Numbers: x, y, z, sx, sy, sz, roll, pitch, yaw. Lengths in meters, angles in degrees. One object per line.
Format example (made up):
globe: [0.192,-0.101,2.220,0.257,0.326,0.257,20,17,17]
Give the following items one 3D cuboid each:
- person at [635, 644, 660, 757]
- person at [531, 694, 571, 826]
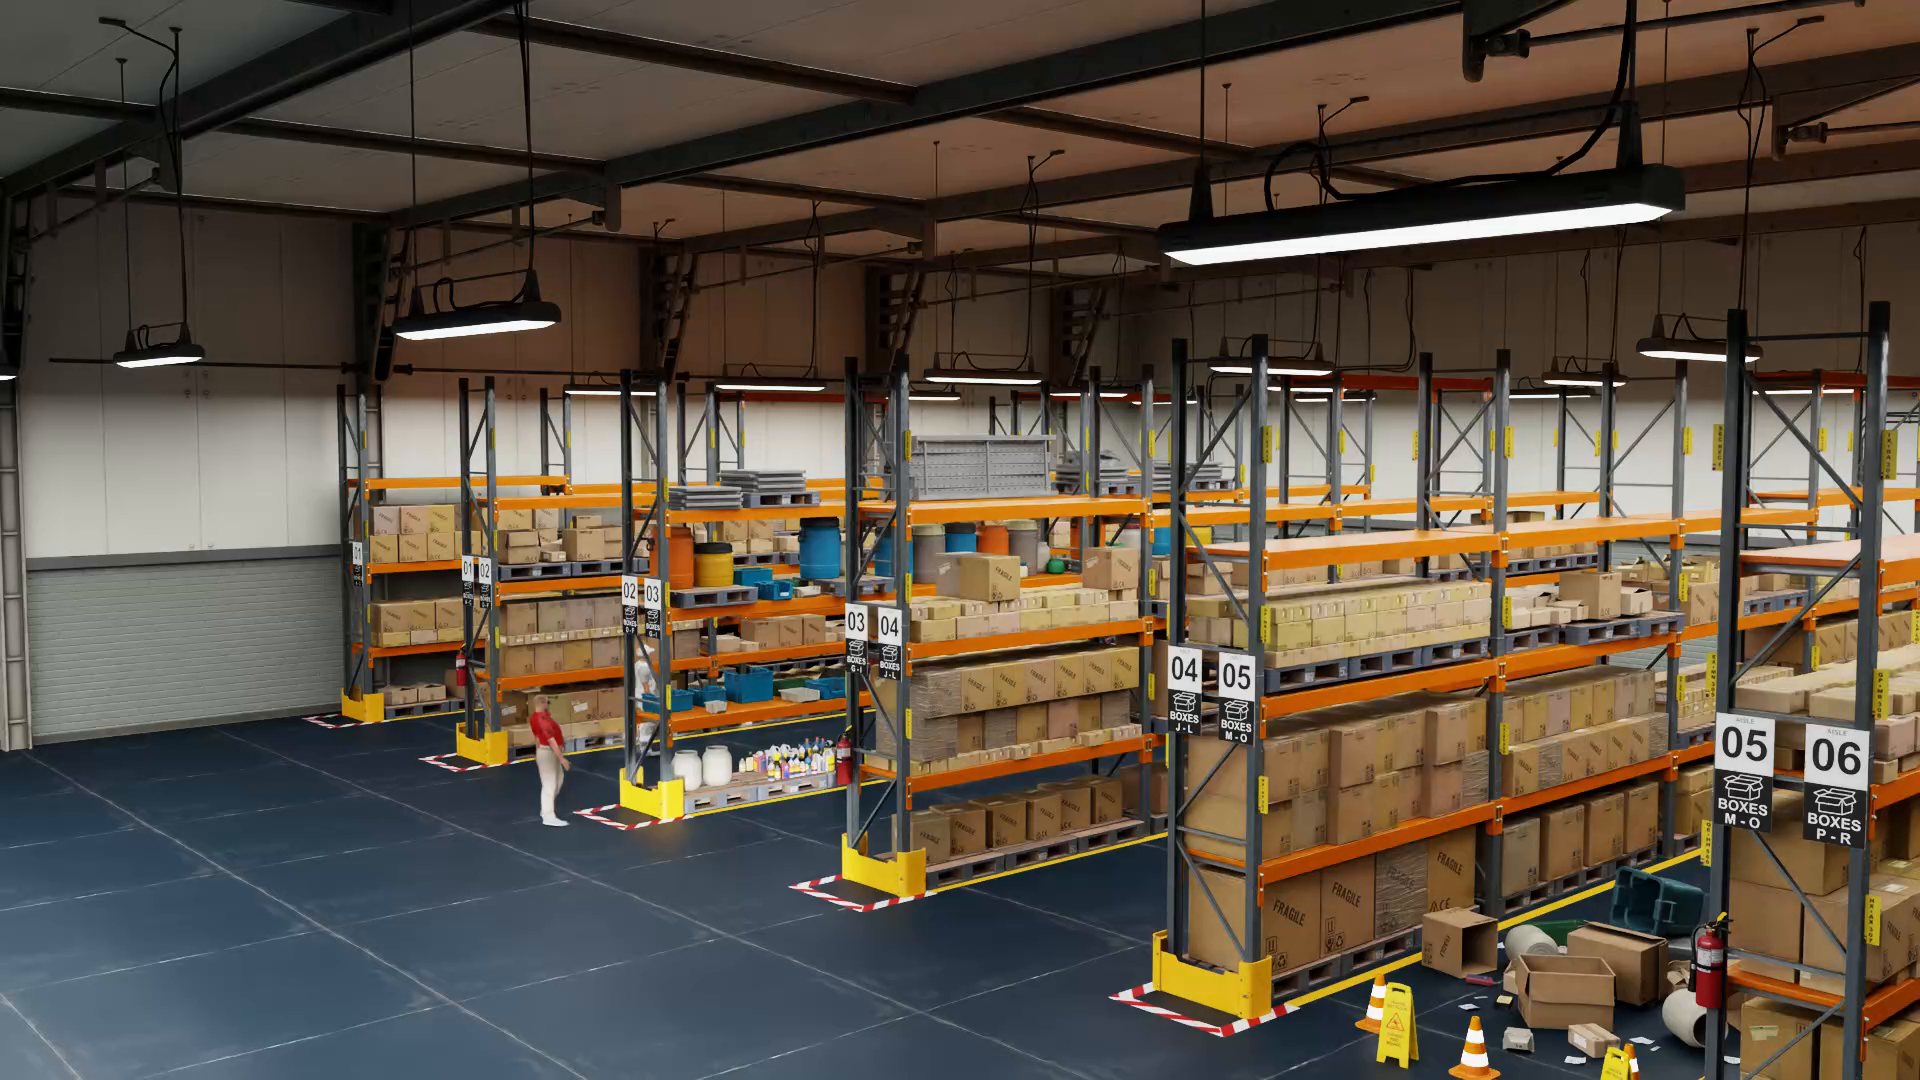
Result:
person: [-4.990,2.531,26.263,0.497,1.784,0.541,-1,4,-9]
person: [-5.357,2.898,21.797,0.545,1.782,0.584,0,4,-5]
